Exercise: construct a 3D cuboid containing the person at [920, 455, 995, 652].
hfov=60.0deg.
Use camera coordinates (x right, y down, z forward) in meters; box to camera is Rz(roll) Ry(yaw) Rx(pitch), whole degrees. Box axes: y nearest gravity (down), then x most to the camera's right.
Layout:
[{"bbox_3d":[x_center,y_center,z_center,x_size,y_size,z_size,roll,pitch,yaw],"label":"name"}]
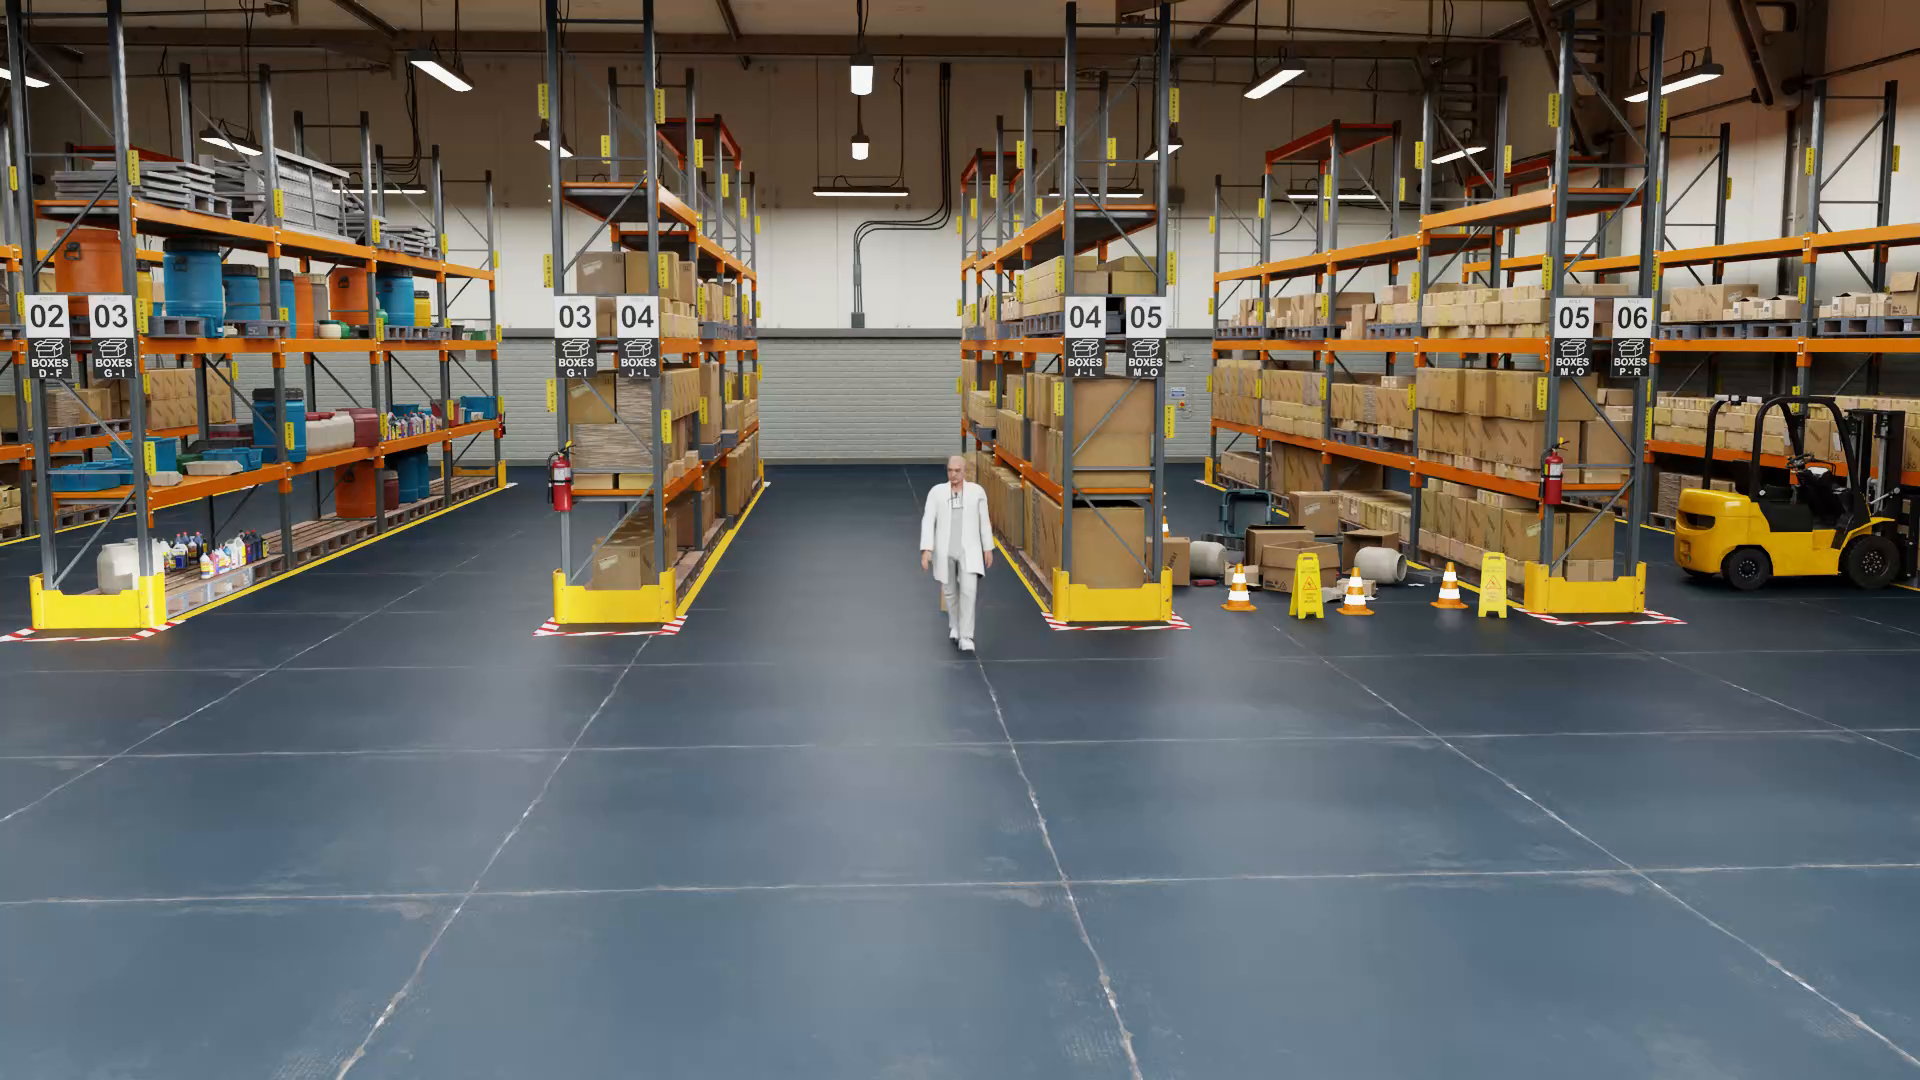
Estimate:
[{"bbox_3d":[-0.033,0.101,14.881,0.636,1.713,1.131,1,7,8],"label":"person"}]
